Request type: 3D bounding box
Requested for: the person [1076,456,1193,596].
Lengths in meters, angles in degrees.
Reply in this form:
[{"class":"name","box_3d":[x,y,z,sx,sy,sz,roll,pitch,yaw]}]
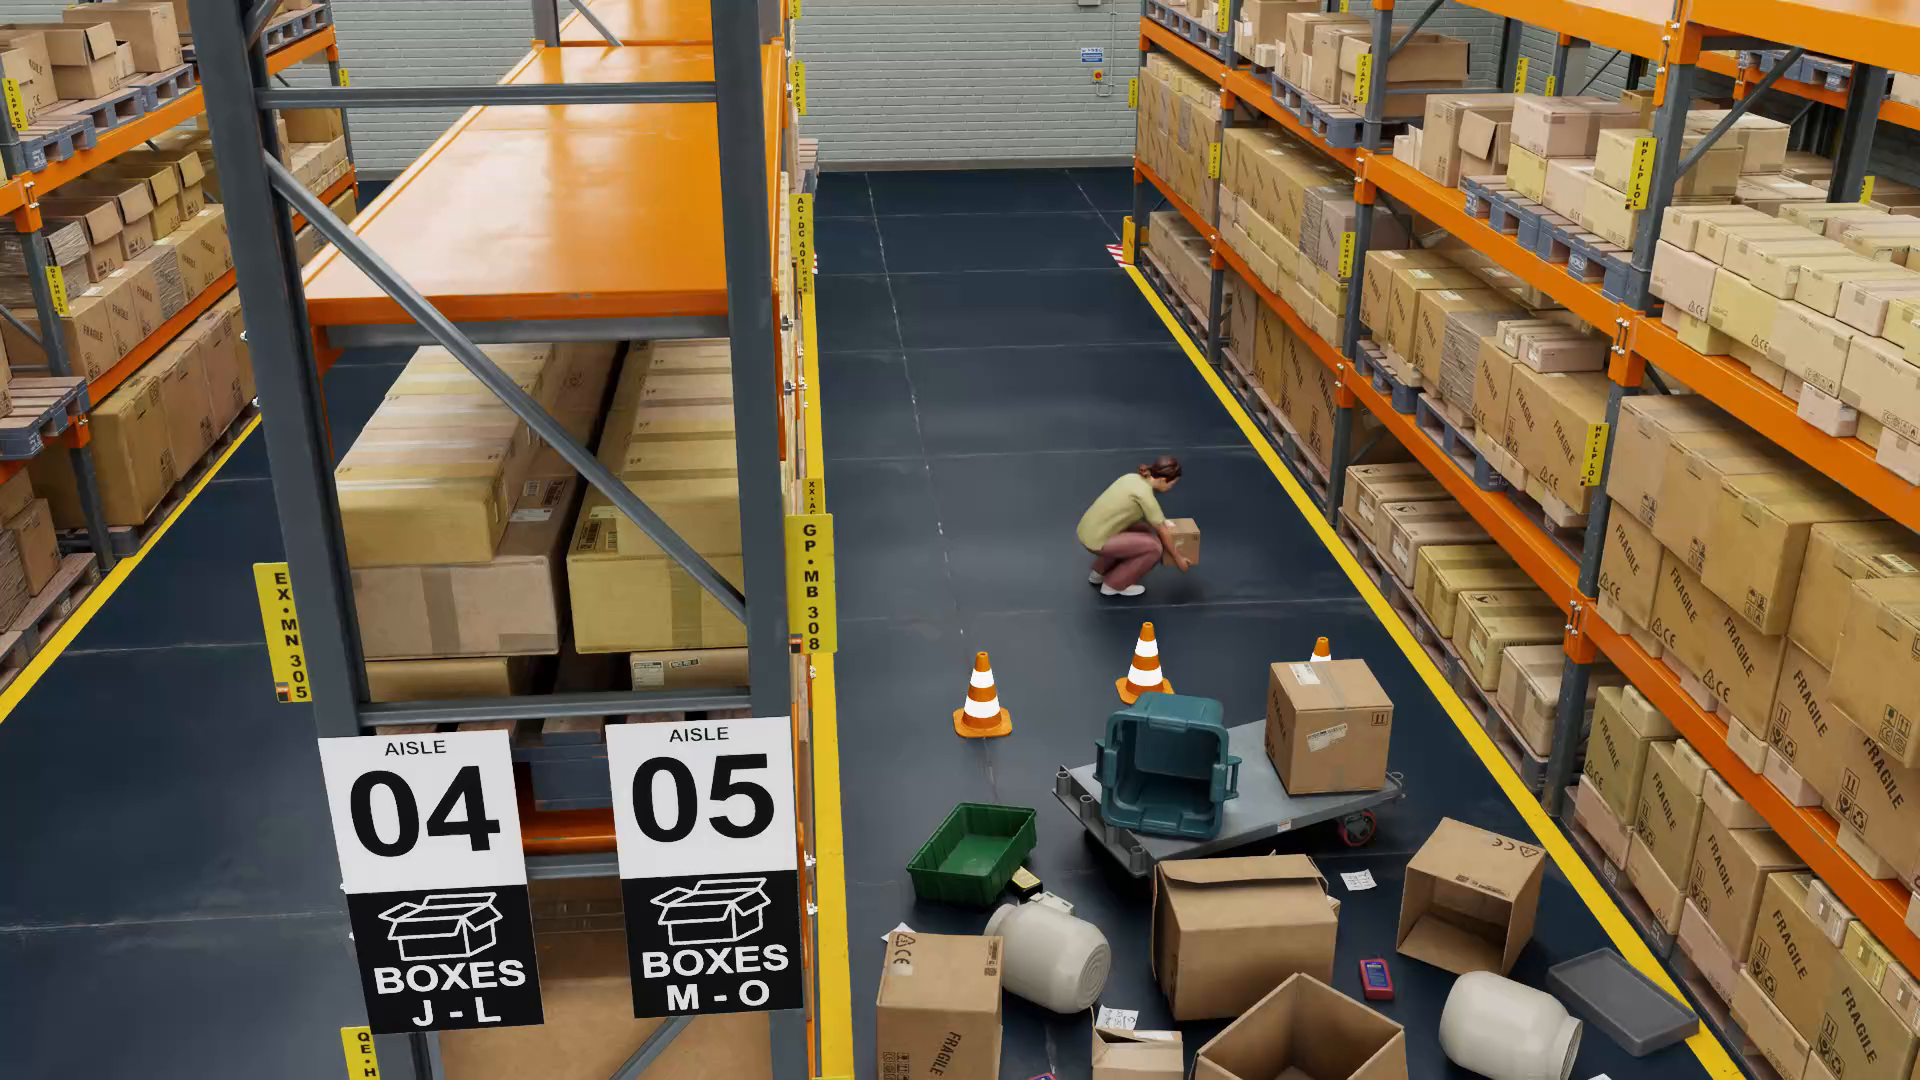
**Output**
[{"class":"person","box_3d":[1.200,-0.107,11.467,0.796,0.947,0.463,-3,24,-6]}]
